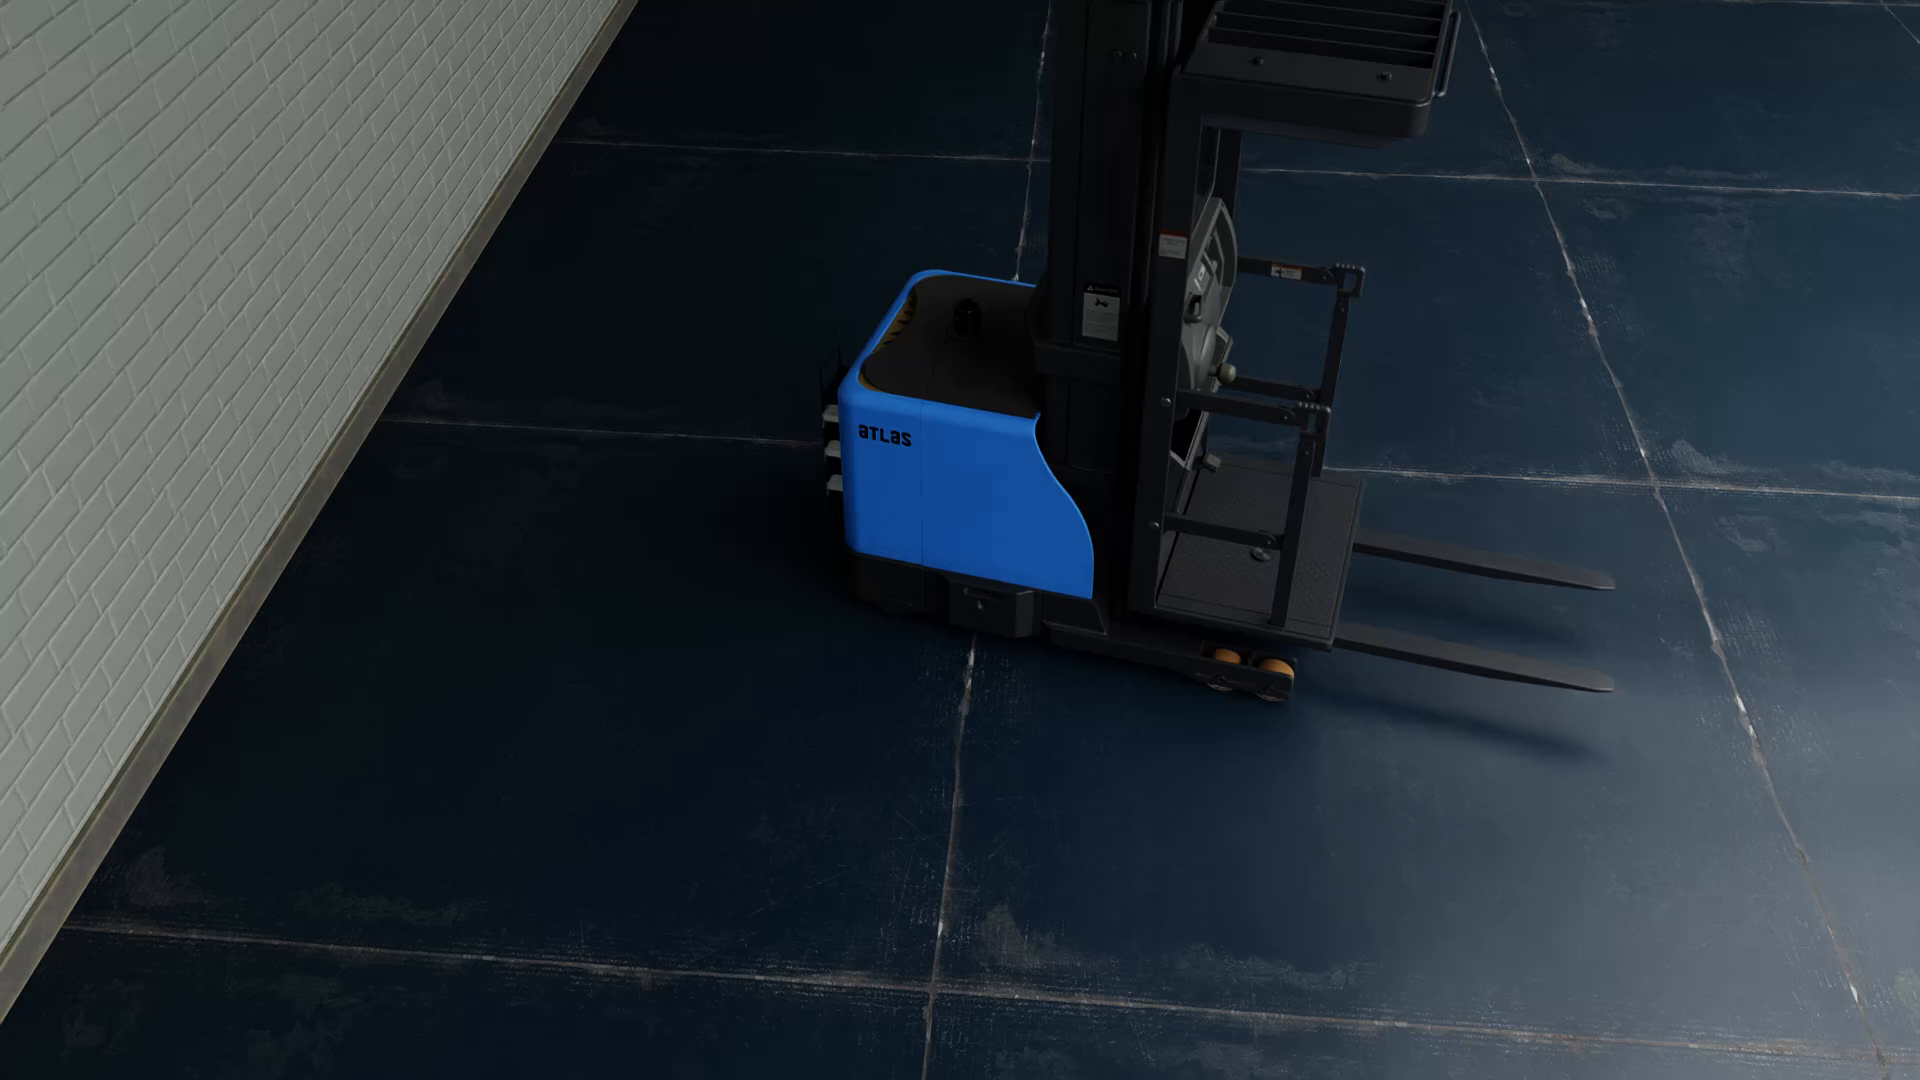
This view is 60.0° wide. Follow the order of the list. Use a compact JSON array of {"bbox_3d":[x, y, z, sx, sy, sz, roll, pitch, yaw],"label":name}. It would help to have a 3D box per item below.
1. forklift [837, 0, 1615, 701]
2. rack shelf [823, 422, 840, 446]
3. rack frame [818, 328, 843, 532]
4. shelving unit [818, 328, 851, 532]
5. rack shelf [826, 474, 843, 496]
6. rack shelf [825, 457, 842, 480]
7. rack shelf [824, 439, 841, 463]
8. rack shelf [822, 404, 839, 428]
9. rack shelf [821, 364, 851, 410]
[{"bbox_3d":[1.095,-0.886,6.017,3.031,2.935,1.130,11,40,13],"label":"forklift"},{"bbox_3d":[-0.440,-0.483,7.040,0.200,0.077,0.258,11,40,13],"label":"rack shelf"},{"bbox_3d":[-0.537,-0.458,7.099,0.006,0.900,0.240,11,40,13],"label":"rack frame"},{"bbox_3d":[-0.440,-0.439,7.076,0.210,0.900,0.258,11,40,13],"label":"shelving unit"},{"bbox_3d":[-0.440,-0.273,7.211,0.200,0.077,0.258,11,40,13],"label":"rack shelf"},{"bbox_3d":[-0.440,-0.343,7.154,0.200,0.077,0.258,11,40,13],"label":"rack shelf"},{"bbox_3d":[-0.440,-0.413,7.097,0.200,0.077,0.258,11,40,13],"label":"rack shelf"},{"bbox_3d":[-0.440,-0.552,6.983,0.200,0.077,0.258,11,40,13],"label":"rack shelf"},{"bbox_3d":[-0.440,-0.622,6.927,0.200,0.077,0.258,11,40,13],"label":"rack shelf"}]
